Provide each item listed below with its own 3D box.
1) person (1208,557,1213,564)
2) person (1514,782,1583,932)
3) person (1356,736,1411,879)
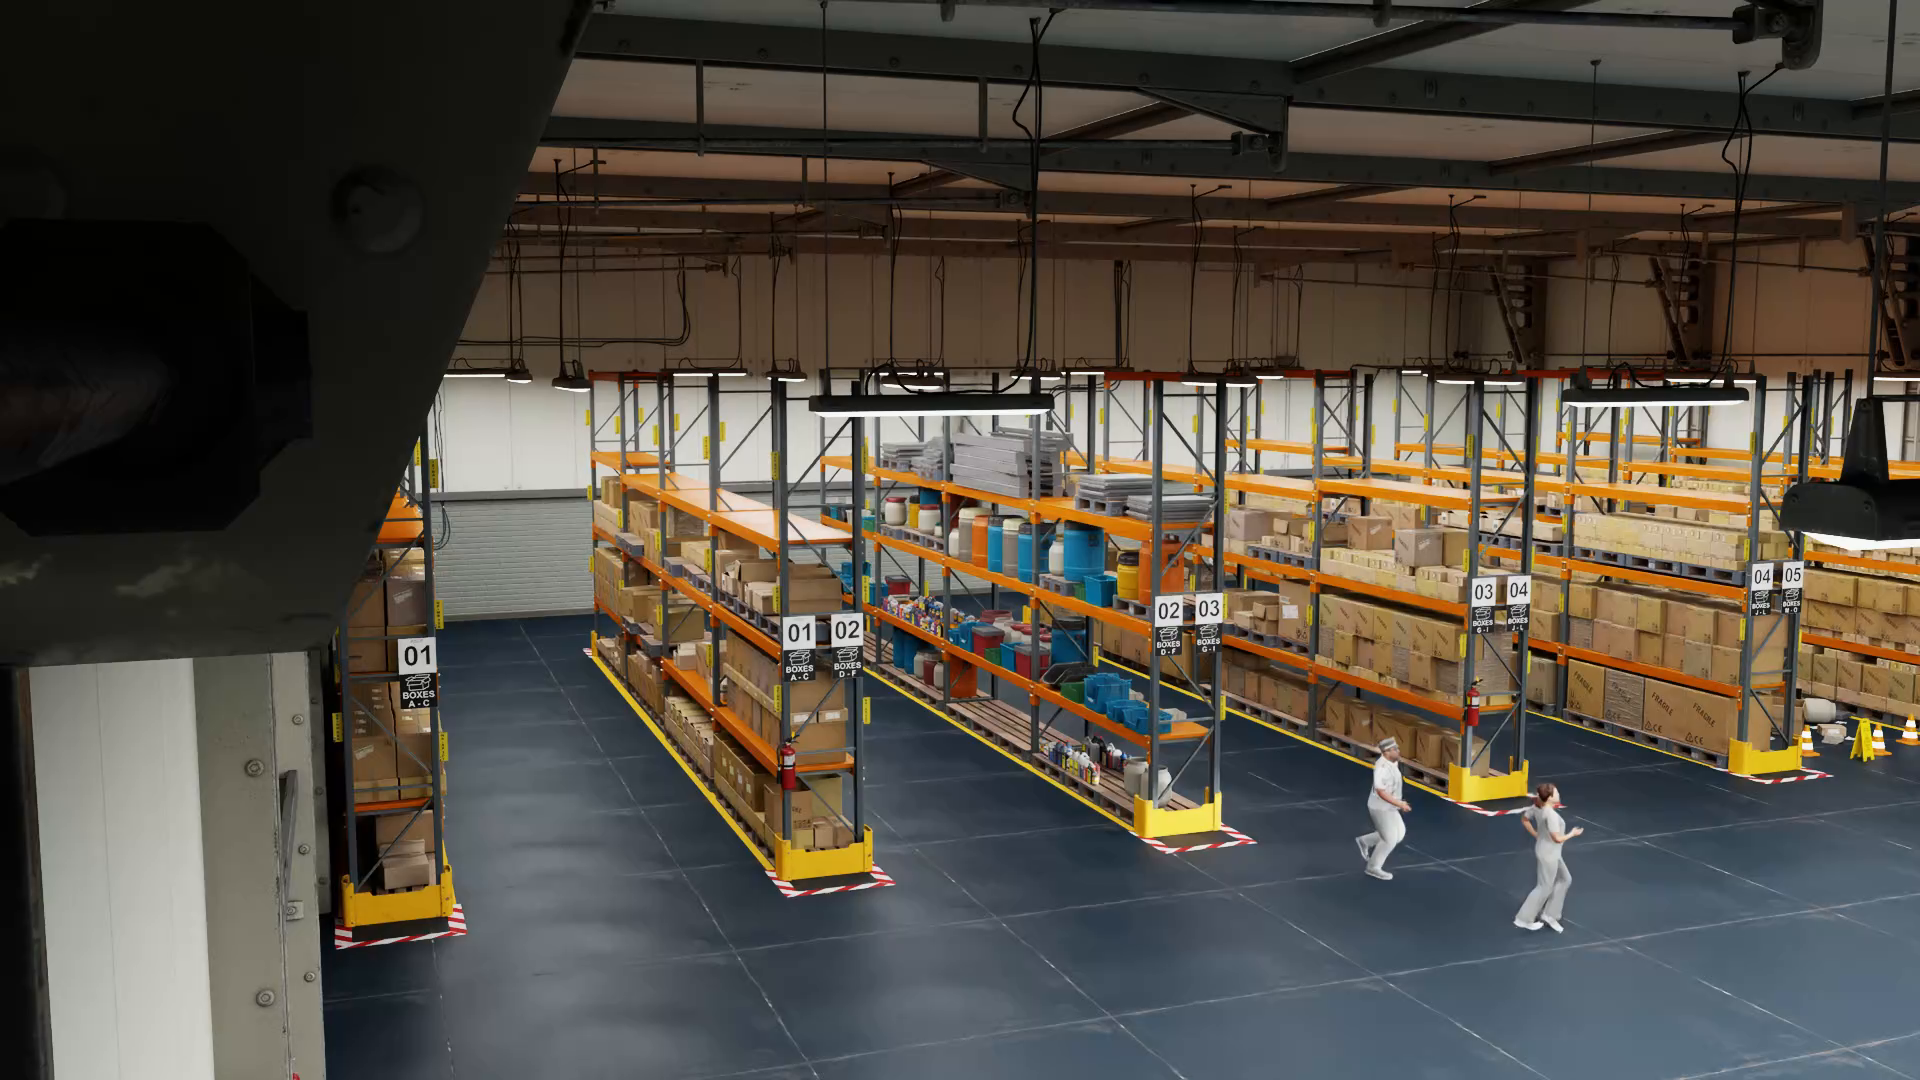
[{"bbox_3d":[6.256,0.881,41.574,0.742,1.646,0.704,1,6,5],"label":"person"},{"bbox_3d":[6.428,3.480,18.170,0.691,1.705,0.544,1,6,5],"label":"person"},{"bbox_3d":[5.157,3.230,20.175,0.645,1.744,0.671,2,7,21],"label":"person"}]
